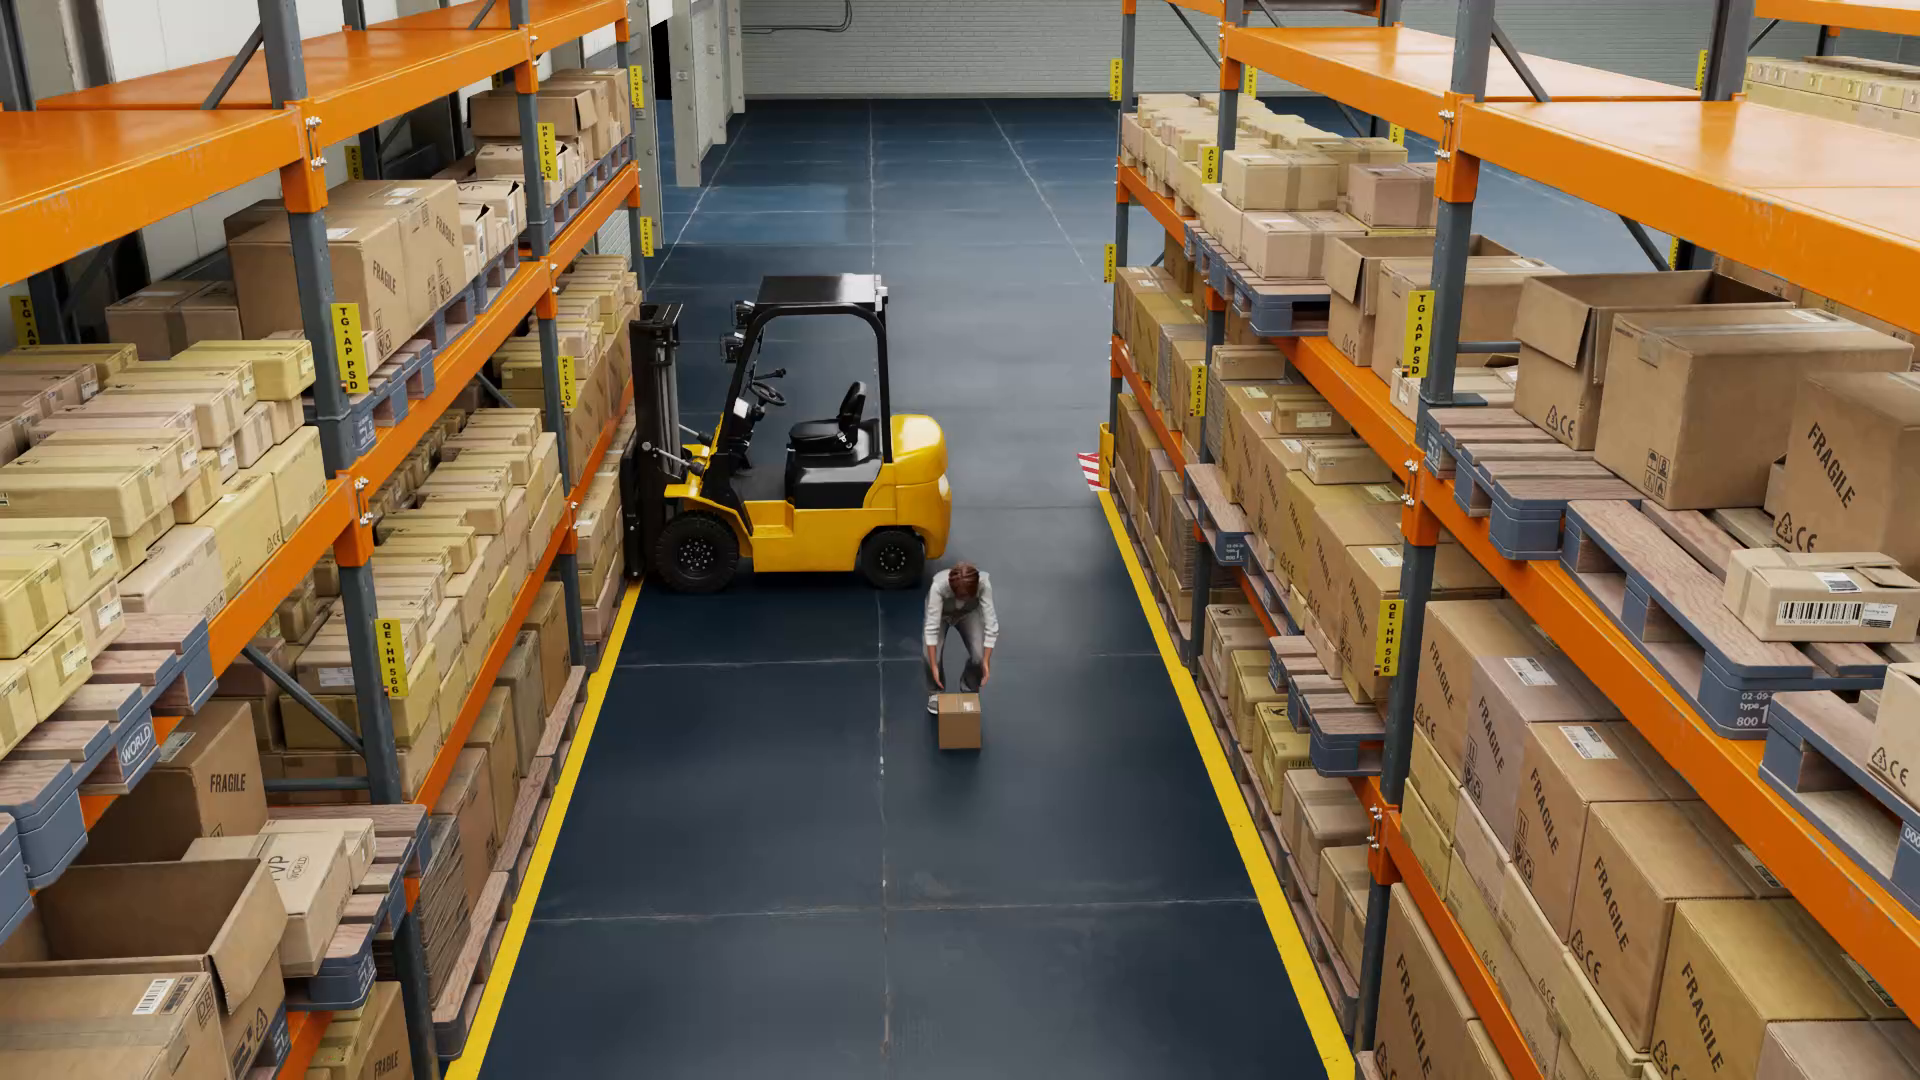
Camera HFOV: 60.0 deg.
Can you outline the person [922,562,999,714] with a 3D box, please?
[{"bbox_3d":[-0.005,0.572,10.306,0.463,1.088,0.745,-1,21,-3],"label":"person"}]
